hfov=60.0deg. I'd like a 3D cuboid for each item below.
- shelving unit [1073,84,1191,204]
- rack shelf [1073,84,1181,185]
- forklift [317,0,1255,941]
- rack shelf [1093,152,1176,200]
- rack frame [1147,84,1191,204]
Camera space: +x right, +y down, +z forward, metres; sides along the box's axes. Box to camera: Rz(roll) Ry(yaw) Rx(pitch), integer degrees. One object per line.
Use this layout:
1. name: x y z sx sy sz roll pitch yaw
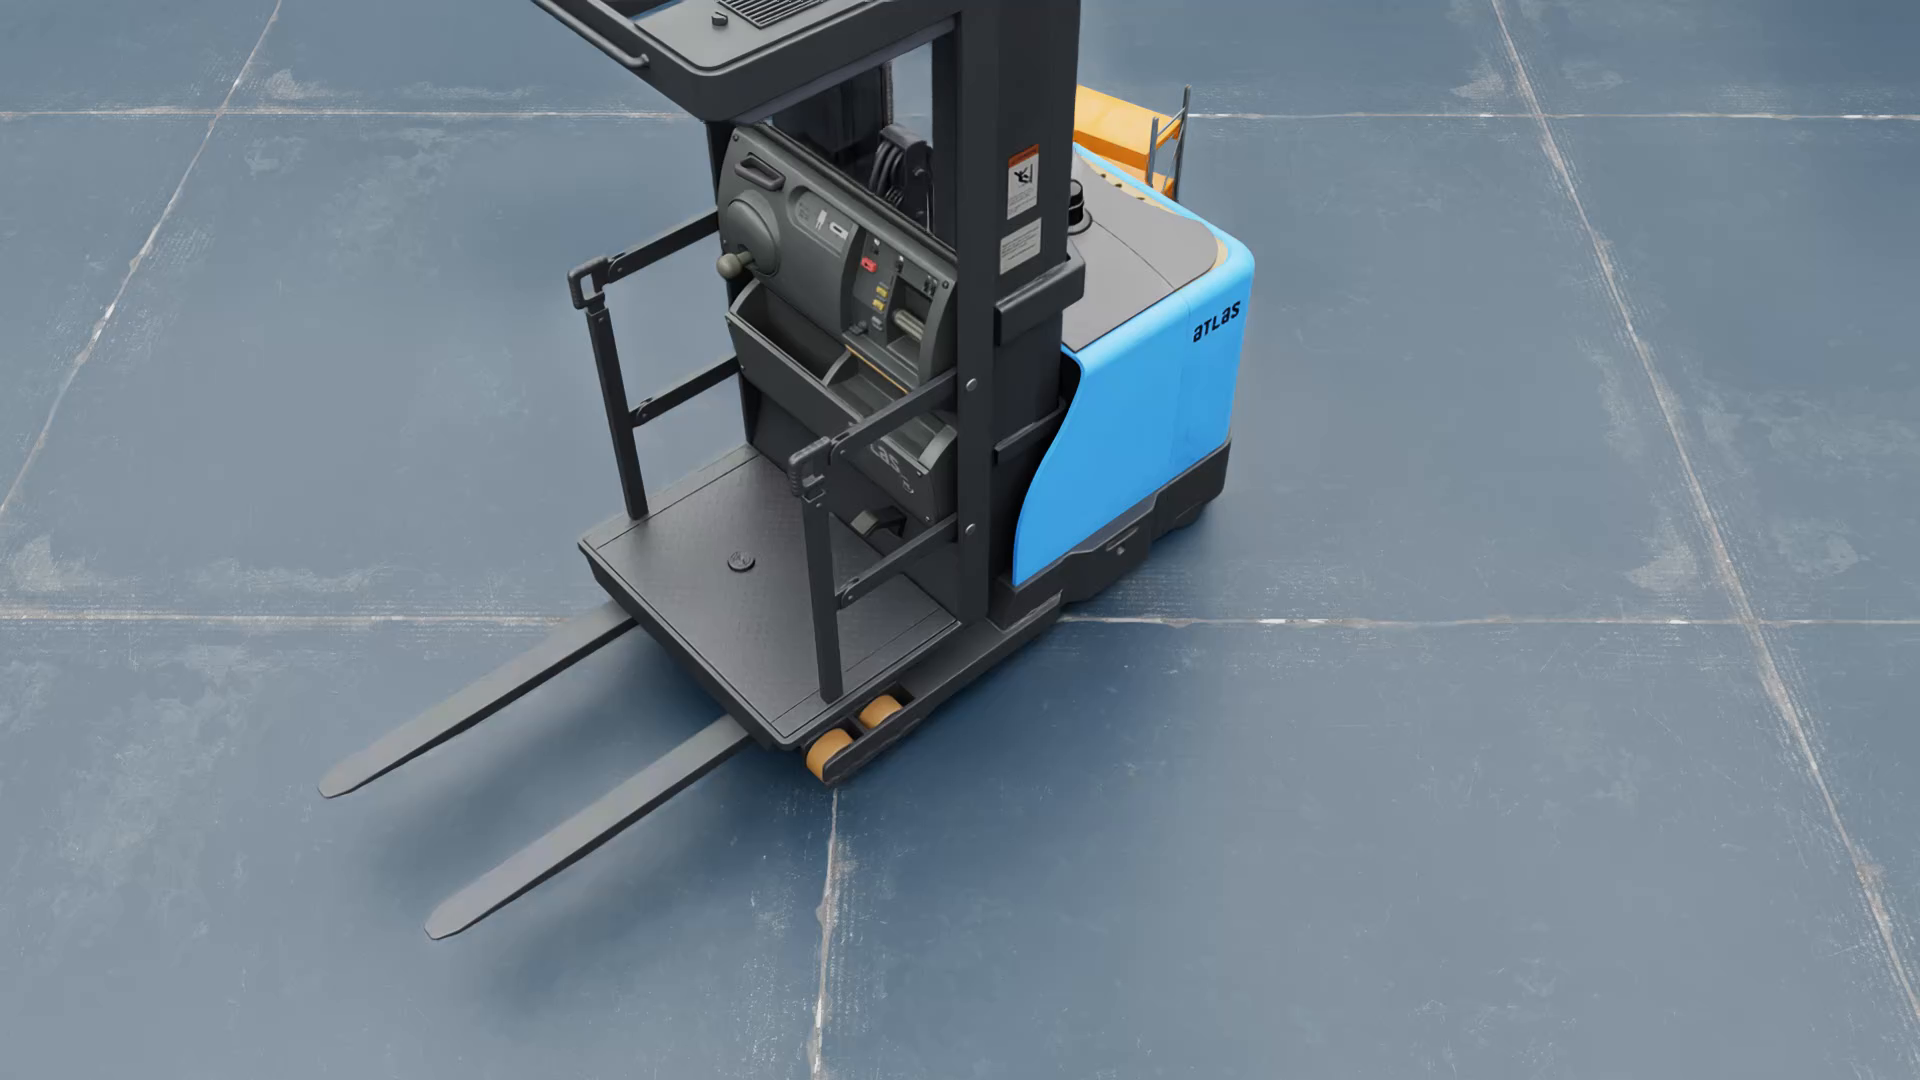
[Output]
1. shelving unit: 0.491 -1.126 5.979 0.503 1.200 0.258 26 52 22
2. rack shelf: 0.491 -1.394 5.691 0.480 0.148 0.258 26 52 22
3. forklift: -0.505 -0.697 4.396 3.031 2.935 1.130 -33 55 -27
4. rack shelf: 0.491 -1.233 5.864 0.480 0.148 0.258 26 52 22
5. rack frame: 0.695 -1.027 5.886 0.015 1.200 0.240 26 52 22
